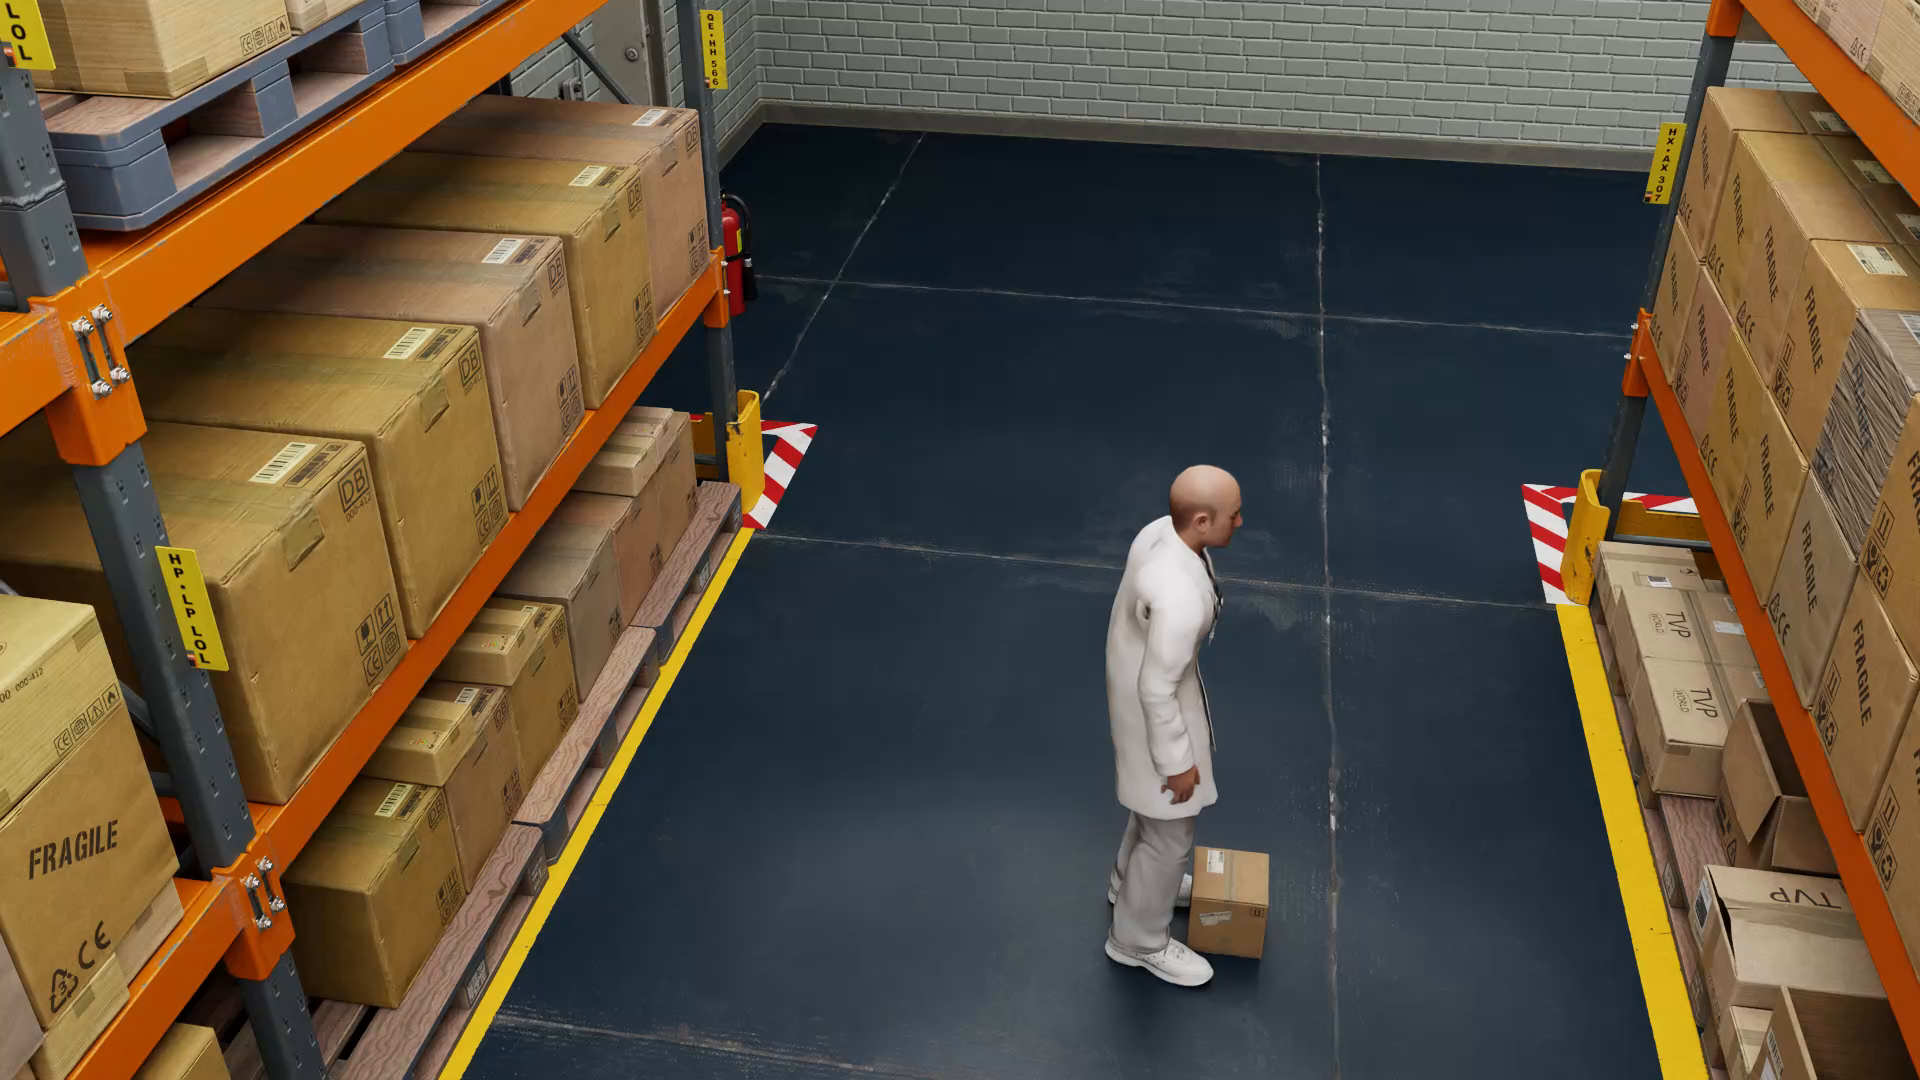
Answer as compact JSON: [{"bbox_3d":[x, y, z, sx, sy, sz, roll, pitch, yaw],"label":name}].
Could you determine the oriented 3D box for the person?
[{"bbox_3d":[0.664,0.556,5.262,0.429,1.772,0.649,3,32,5],"label":"person"}]
